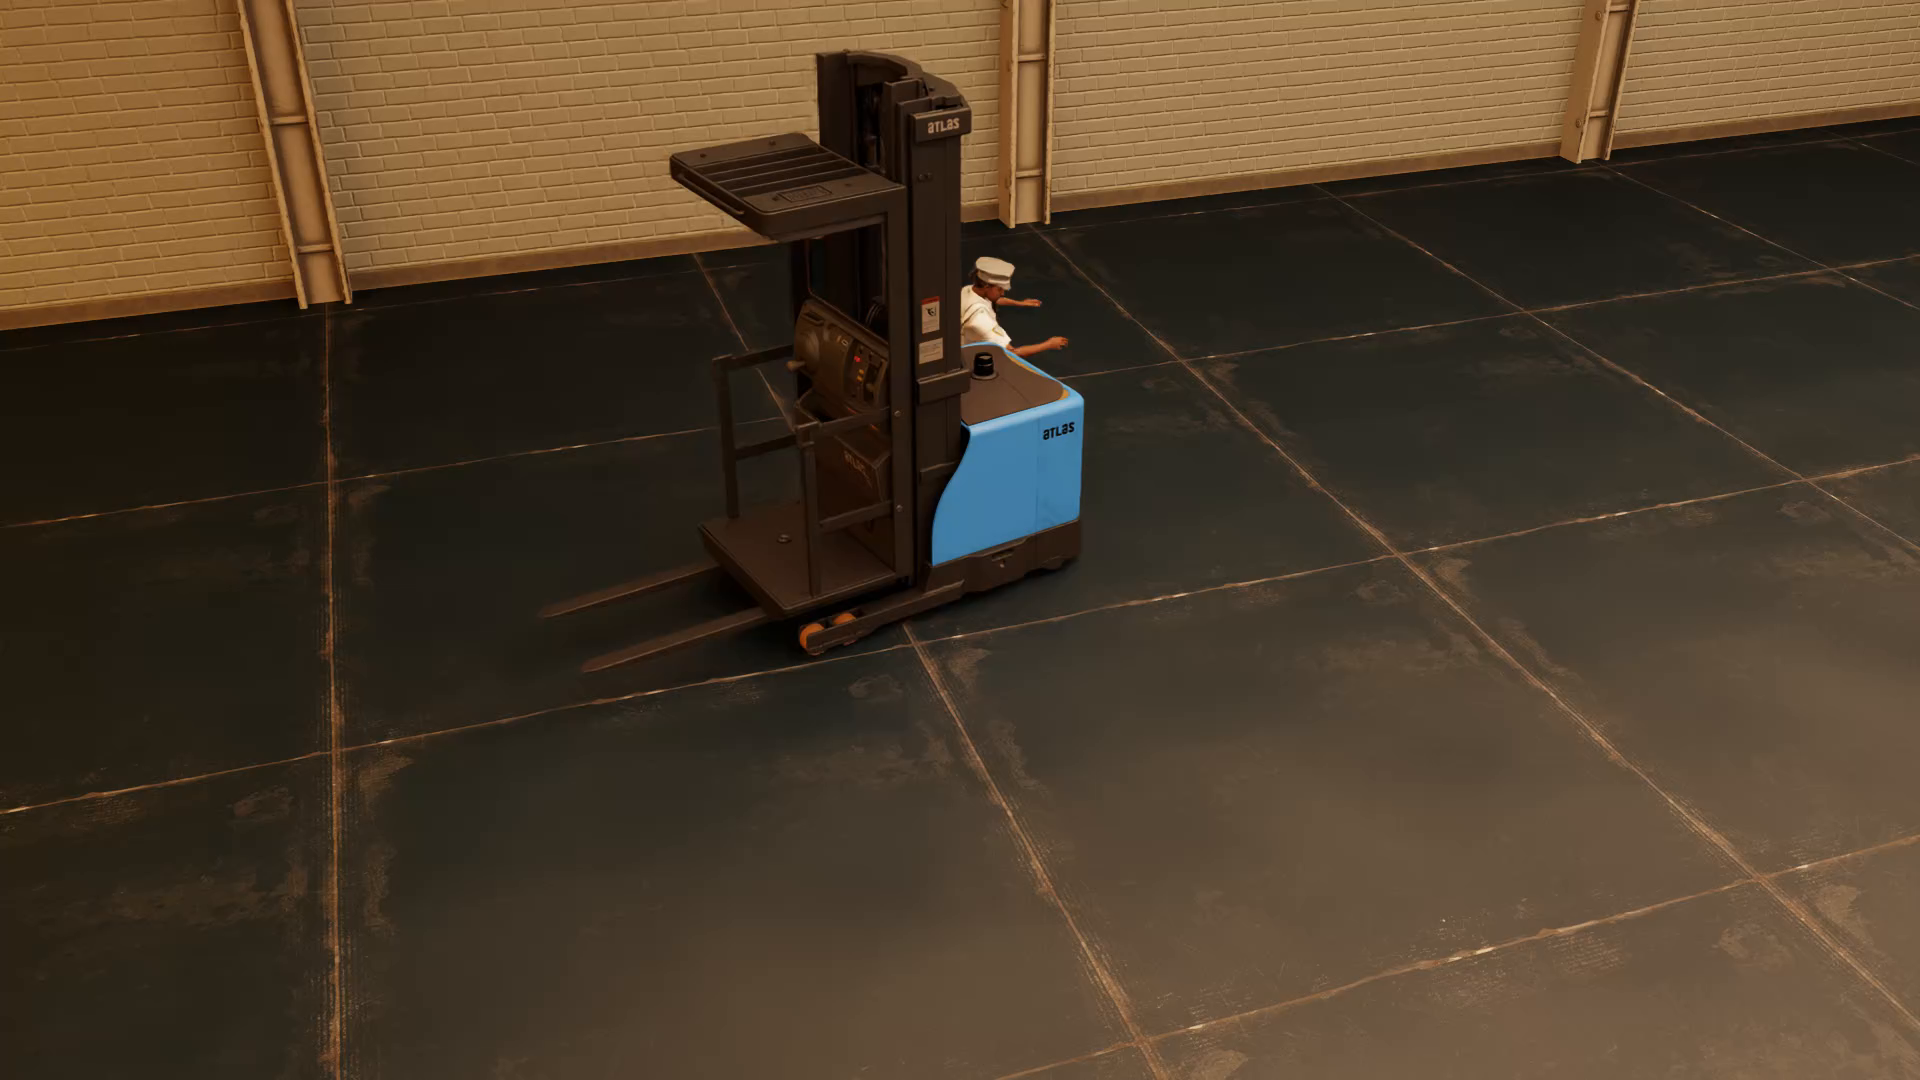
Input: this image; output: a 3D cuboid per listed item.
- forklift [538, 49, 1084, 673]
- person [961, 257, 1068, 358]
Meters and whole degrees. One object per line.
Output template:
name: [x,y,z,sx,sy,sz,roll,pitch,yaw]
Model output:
forklift: [-0.808,-0.952,8.741,3.031,2.935,1.130,-18,34,-28]
person: [0.298,-1.089,10.500,0.737,1.455,0.916,-1,30,-2]
